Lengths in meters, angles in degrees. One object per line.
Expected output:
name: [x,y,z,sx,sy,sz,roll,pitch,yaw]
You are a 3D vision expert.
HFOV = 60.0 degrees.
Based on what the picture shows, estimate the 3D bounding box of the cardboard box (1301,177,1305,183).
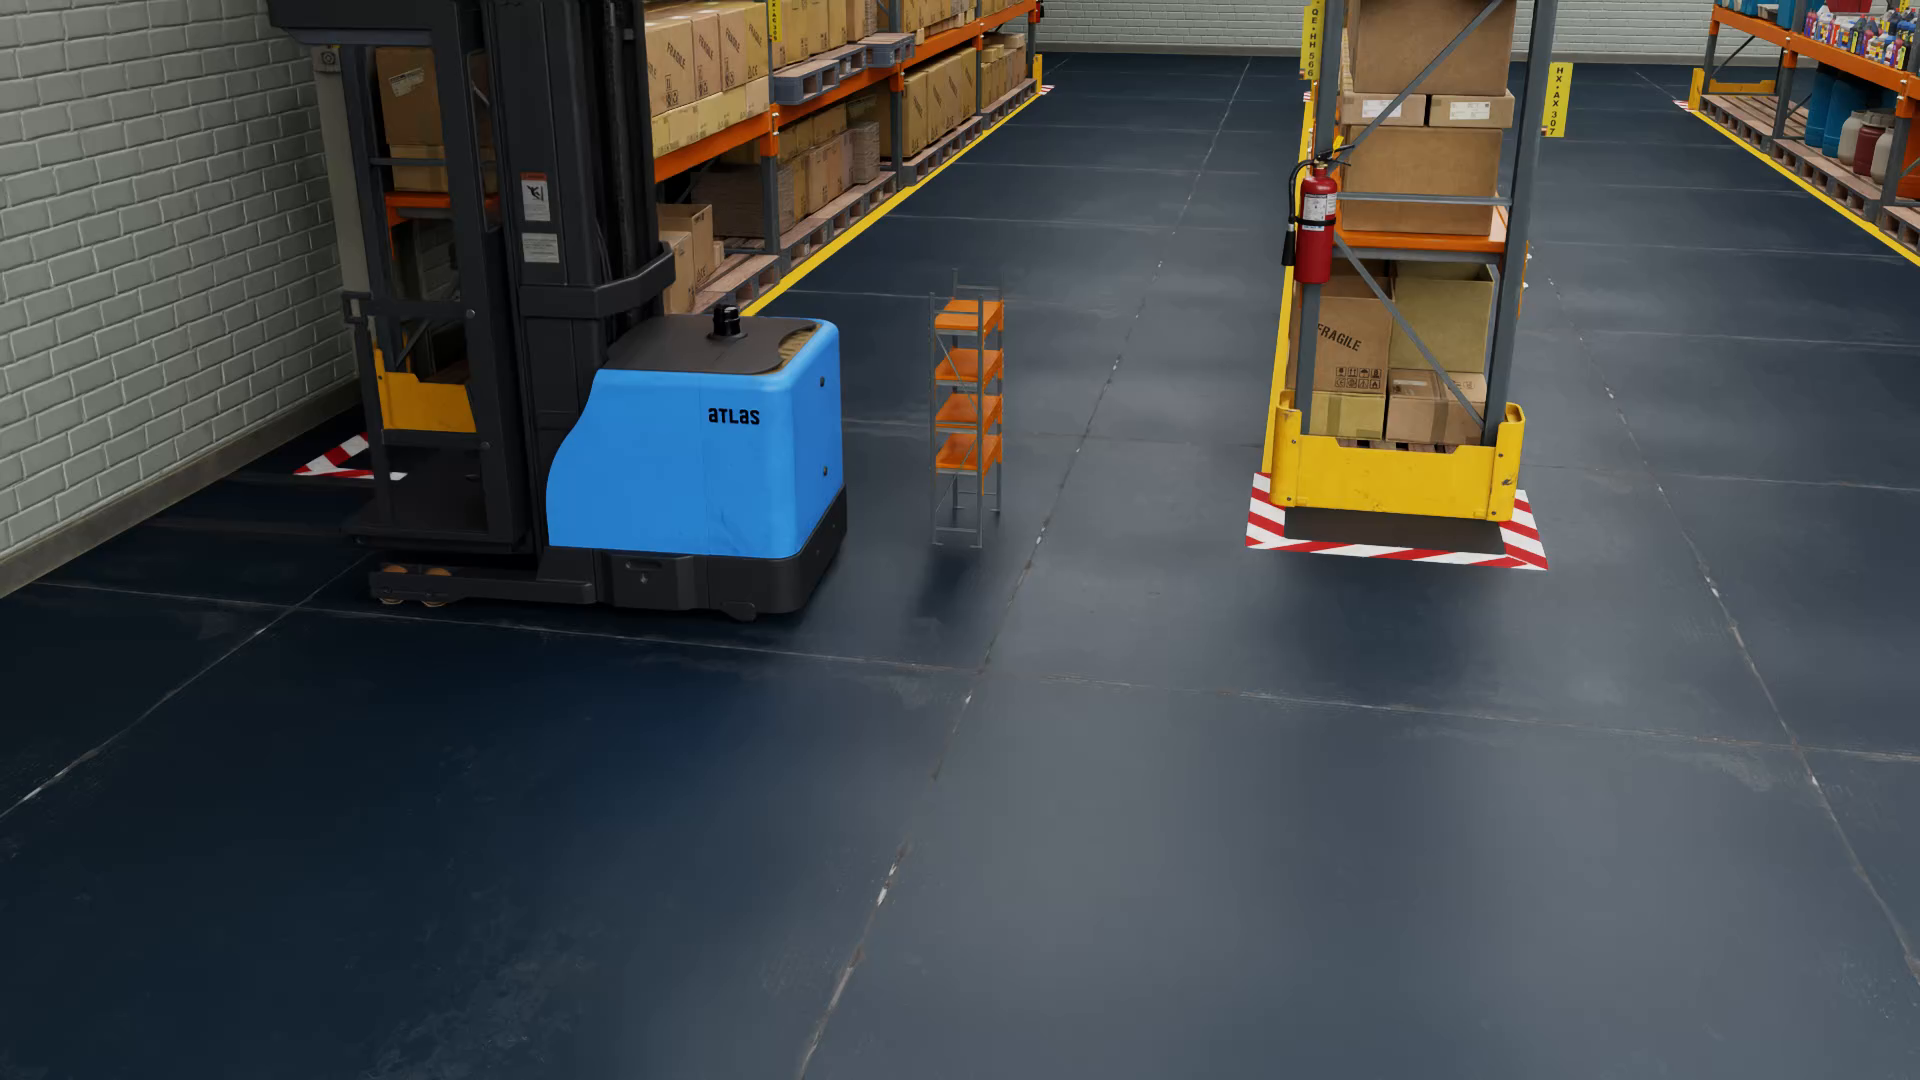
cardboard box: [2.566,-2.177,11.359,0.500,0.500,0.500,4,22,11]

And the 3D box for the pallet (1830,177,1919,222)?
pallet: [8.752,-3.138,15.362,1.003,0.211,1.213,4,22,11]

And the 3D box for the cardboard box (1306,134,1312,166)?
cardboard box: [3.389,-3.529,14.968,0.500,0.311,0.500,5,23,13]

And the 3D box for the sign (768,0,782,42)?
sign: [-1.350,-3.795,12.102,0.100,0.325,0.005,4,22,11]

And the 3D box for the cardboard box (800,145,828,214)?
cardboard box: [-1.549,-3.123,14.351,0.700,0.500,0.500,5,22,12]

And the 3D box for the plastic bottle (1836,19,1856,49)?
plastic bottle: [8.745,-4.981,16.373,0.152,0.276,0.135,4,22,11]

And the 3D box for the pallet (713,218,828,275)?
pallet: [-1.725,-2.423,13.588,1.003,0.211,1.213,4,22,11]

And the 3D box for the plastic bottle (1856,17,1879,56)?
plastic bottle: [8.604,-4.770,15.749,0.144,0.351,0.185,4,22,11]

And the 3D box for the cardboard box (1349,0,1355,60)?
cardboard box: [2.474,-2.807,8.938,0.700,0.500,0.500,5,22,11]

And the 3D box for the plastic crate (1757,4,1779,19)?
plastic crate: [9.509,-6.168,19.426,0.293,0.136,0.466,4,22,11]

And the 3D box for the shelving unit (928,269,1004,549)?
shelving unit: [0.034,-0.617,7.780,0.258,1.200,0.503,4,22,11]

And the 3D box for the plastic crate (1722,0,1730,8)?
plastic crate: [9.745,-6.795,20.982,0.250,0.136,0.298,4,22,11]

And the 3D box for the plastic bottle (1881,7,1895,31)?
plastic bottle: [9.440,-5.230,16.889,0.144,0.351,0.185,4,22,11]

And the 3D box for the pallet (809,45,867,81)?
pallet: [-1.430,-4.079,14.223,1.003,0.211,1.213,4,22,11]

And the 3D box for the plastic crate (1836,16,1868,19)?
plastic crate: [9.683,-5.667,18.183,0.396,0.136,0.243,4,22,11]

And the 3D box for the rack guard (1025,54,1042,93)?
rack guard: [0.571,-6.670,23.746,1.175,0.500,0.348,4,22,11]

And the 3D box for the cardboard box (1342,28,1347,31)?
cardboard box: [2.723,-3.319,11.078,0.380,0.149,0.250,4,22,11]

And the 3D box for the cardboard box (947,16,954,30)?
cardboard box: [-0.279,-5.734,18.387,0.380,0.149,0.250,4,22,11]

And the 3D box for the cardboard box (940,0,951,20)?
cardboard box: [-0.400,-5.810,17.705,0.500,0.500,0.500,5,22,12]

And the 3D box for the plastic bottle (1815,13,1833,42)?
plastic bottle: [8.906,-5.271,17.092,0.152,0.276,0.135,4,22,11]

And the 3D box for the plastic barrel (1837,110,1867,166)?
plastic barrel: [8.974,-3.987,16.506,0.421,0.512,0.421,0,22,0]

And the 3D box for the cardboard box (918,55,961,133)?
cardboard box: [-0.434,-4.982,18.525,0.750,0.750,0.750,5,23,13]

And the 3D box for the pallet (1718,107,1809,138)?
pallet: [9.807,-5.028,20.057,1.003,0.211,1.213,4,22,11]

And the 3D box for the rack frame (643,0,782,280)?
rack frame: [-1.883,-3.432,12.360,1.000,3.000,0.127,4,22,11]

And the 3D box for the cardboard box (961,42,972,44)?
cardboard box: [0.042,-6.398,21.640,0.380,0.149,0.250,4,22,10]

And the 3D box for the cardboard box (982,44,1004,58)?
cardboard box: [0.358,-6.262,21.302,0.380,0.149,0.250,4,22,9]

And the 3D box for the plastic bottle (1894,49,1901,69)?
plastic bottle: [8.339,-4.269,14.704,0.097,0.201,0.097,0,22,0]

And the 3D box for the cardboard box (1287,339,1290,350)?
cardboard box: [2.162,-1.098,9.682,0.500,0.250,0.500,4,22,11]

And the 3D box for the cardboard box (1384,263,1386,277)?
cardboard box: [2.787,-1.588,9.895,0.500,0.500,0.500,4,22,11]

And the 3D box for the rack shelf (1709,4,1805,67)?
rack shelf: [9.857,-6.000,19.700,1.077,0.370,4.000,4,22,11]

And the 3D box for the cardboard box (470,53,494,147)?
cardboard box: [-2.307,-2.408,8.988,0.500,0.500,0.500,4,22,11]

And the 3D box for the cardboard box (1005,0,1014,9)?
cardboard box: [0.170,-7.227,21.382,0.980,0.700,0.700,3,22,8]

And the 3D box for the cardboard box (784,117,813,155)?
cardboard box: [-1.560,-3.447,14.150,0.500,0.250,0.500,4,22,9]

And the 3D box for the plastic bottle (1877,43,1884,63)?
plastic bottle: [8.445,-4.460,15.178,0.097,0.201,0.097,0,22,0]

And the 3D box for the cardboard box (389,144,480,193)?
cardboard box: [-2.793,-2.095,9.213,0.500,0.250,0.500,5,22,12]

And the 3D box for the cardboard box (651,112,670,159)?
cardboard box: [-2.087,-2.440,10.071,0.500,0.250,0.500,4,22,10]

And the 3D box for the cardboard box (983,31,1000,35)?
cardboard box: [0.351,-6.954,23.021,0.380,0.149,0.250,5,22,11]

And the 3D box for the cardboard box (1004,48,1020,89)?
cardboard box: [0.419,-6.409,22.536,0.700,0.500,0.500,4,22,11]

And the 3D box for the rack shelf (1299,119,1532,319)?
rack shelf: [2.560,-1.991,9.744,1.077,0.370,4.000,4,22,11]

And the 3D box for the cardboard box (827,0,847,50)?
cardboard box: [-1.385,-4.515,14.327,0.700,0.500,0.500,4,22,11]

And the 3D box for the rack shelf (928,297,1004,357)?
rack shelf: [0.034,-0.982,7.633,0.258,0.148,0.480,4,22,11]

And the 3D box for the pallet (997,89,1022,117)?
pallet: [0.228,-5.784,21.932,1.003,0.211,1.213,4,22,11]

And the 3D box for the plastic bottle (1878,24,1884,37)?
plastic bottle: [8.709,-4.741,15.765,0.061,0.283,0.133,4,22,11]

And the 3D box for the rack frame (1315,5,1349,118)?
rack frame: [3.784,-4.519,15.058,1.000,3.000,0.127,4,22,11]

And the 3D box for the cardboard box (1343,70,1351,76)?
cardboard box: [2.200,-2.376,8.735,0.380,0.149,0.250,5,22,12]

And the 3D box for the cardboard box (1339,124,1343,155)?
cardboard box: [2.676,-2.563,10.068,0.700,0.500,0.500,5,22,12]

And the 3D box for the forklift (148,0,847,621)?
forklift: [-2.089,-1.261,7.061,3.031,2.935,1.130,3,22,8]

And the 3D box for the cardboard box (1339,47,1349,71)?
cardboard box: [2.464,-2.848,9.908,0.380,0.149,0.250,4,22,9]

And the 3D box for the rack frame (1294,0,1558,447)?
rack frame: [2.151,-1.593,7.793,1.000,3.000,0.127,4,22,11]

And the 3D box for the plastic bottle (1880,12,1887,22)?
plastic bottle: [9.684,-5.376,17.354,0.152,0.276,0.135,4,22,11]

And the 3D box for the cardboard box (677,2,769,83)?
cardboard box: [-1.676,-3.523,11.756,0.500,0.500,0.500,4,22,11]

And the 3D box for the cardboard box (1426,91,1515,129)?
cardboard box: [2.442,-2.067,7.969,0.380,0.149,0.250,4,22,11]

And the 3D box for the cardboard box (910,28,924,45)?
cardboard box: [-0.575,-5.073,16.743,0.380,0.149,0.250,5,23,13]
